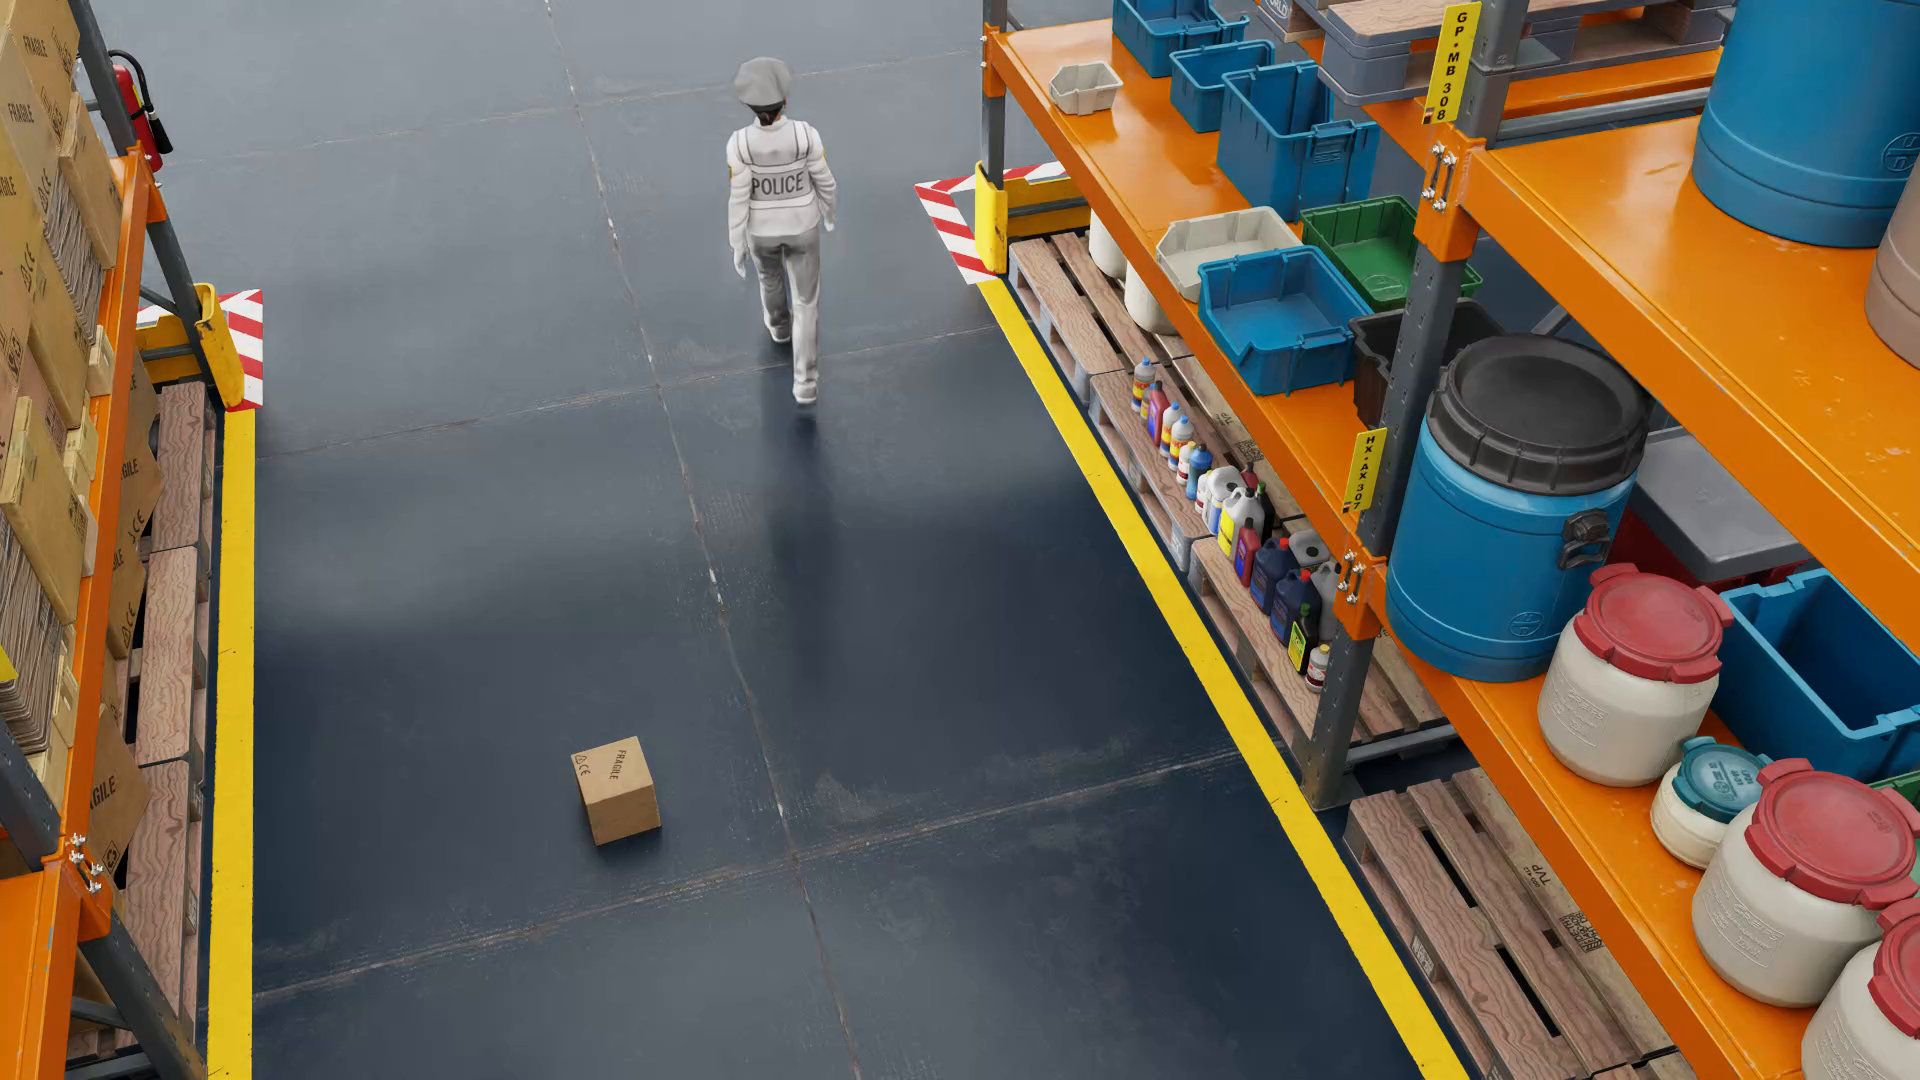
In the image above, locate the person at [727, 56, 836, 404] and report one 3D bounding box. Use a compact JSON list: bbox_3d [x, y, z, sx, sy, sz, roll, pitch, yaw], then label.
[{"bbox_3d":[-0.819,-1.471,7.735,0.503,1.642,0.962,-4,43,-4],"label":"person"}]
